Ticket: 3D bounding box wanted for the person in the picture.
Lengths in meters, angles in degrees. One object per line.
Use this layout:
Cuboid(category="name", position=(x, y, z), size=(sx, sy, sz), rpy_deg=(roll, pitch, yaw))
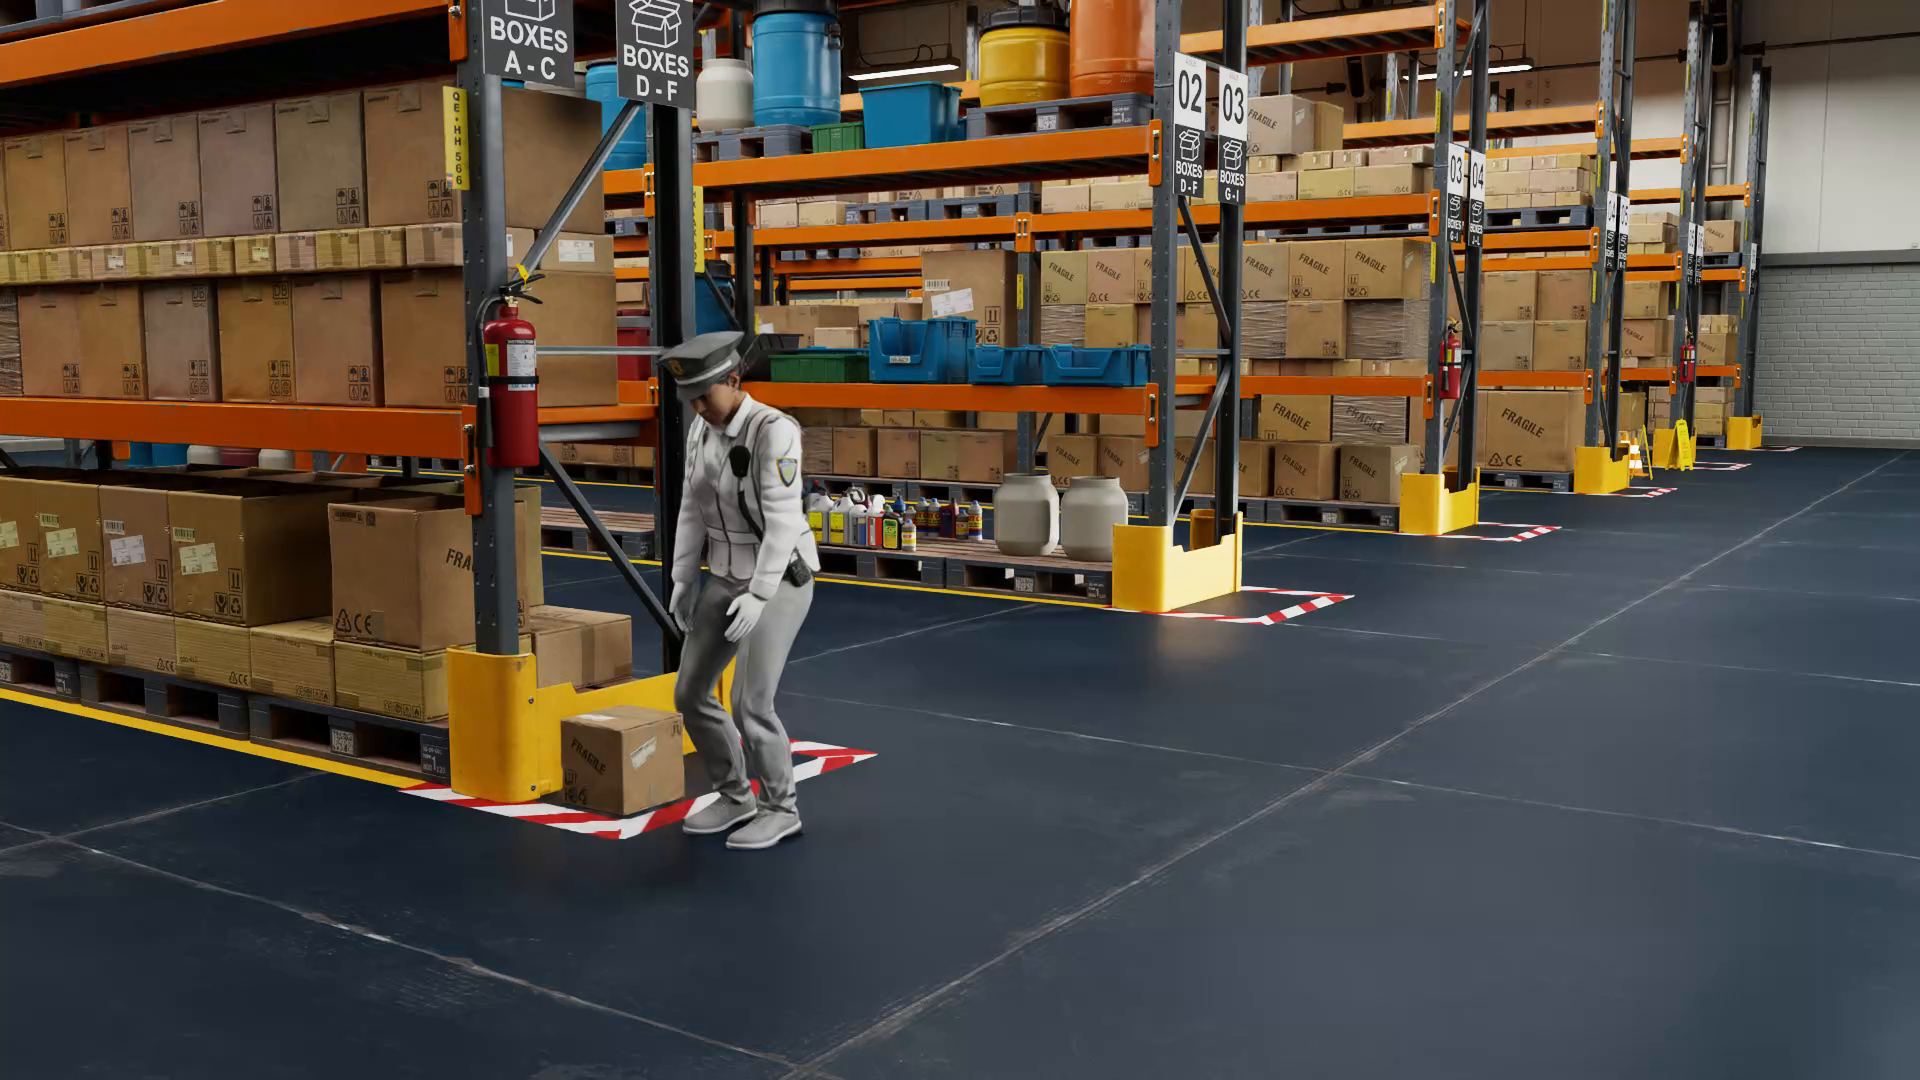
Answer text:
Cuboid(category="person", position=(-0.675, 0.151, 5.113), size=(0.516, 1.576, 0.522), rpy_deg=(6, 9, 42))
